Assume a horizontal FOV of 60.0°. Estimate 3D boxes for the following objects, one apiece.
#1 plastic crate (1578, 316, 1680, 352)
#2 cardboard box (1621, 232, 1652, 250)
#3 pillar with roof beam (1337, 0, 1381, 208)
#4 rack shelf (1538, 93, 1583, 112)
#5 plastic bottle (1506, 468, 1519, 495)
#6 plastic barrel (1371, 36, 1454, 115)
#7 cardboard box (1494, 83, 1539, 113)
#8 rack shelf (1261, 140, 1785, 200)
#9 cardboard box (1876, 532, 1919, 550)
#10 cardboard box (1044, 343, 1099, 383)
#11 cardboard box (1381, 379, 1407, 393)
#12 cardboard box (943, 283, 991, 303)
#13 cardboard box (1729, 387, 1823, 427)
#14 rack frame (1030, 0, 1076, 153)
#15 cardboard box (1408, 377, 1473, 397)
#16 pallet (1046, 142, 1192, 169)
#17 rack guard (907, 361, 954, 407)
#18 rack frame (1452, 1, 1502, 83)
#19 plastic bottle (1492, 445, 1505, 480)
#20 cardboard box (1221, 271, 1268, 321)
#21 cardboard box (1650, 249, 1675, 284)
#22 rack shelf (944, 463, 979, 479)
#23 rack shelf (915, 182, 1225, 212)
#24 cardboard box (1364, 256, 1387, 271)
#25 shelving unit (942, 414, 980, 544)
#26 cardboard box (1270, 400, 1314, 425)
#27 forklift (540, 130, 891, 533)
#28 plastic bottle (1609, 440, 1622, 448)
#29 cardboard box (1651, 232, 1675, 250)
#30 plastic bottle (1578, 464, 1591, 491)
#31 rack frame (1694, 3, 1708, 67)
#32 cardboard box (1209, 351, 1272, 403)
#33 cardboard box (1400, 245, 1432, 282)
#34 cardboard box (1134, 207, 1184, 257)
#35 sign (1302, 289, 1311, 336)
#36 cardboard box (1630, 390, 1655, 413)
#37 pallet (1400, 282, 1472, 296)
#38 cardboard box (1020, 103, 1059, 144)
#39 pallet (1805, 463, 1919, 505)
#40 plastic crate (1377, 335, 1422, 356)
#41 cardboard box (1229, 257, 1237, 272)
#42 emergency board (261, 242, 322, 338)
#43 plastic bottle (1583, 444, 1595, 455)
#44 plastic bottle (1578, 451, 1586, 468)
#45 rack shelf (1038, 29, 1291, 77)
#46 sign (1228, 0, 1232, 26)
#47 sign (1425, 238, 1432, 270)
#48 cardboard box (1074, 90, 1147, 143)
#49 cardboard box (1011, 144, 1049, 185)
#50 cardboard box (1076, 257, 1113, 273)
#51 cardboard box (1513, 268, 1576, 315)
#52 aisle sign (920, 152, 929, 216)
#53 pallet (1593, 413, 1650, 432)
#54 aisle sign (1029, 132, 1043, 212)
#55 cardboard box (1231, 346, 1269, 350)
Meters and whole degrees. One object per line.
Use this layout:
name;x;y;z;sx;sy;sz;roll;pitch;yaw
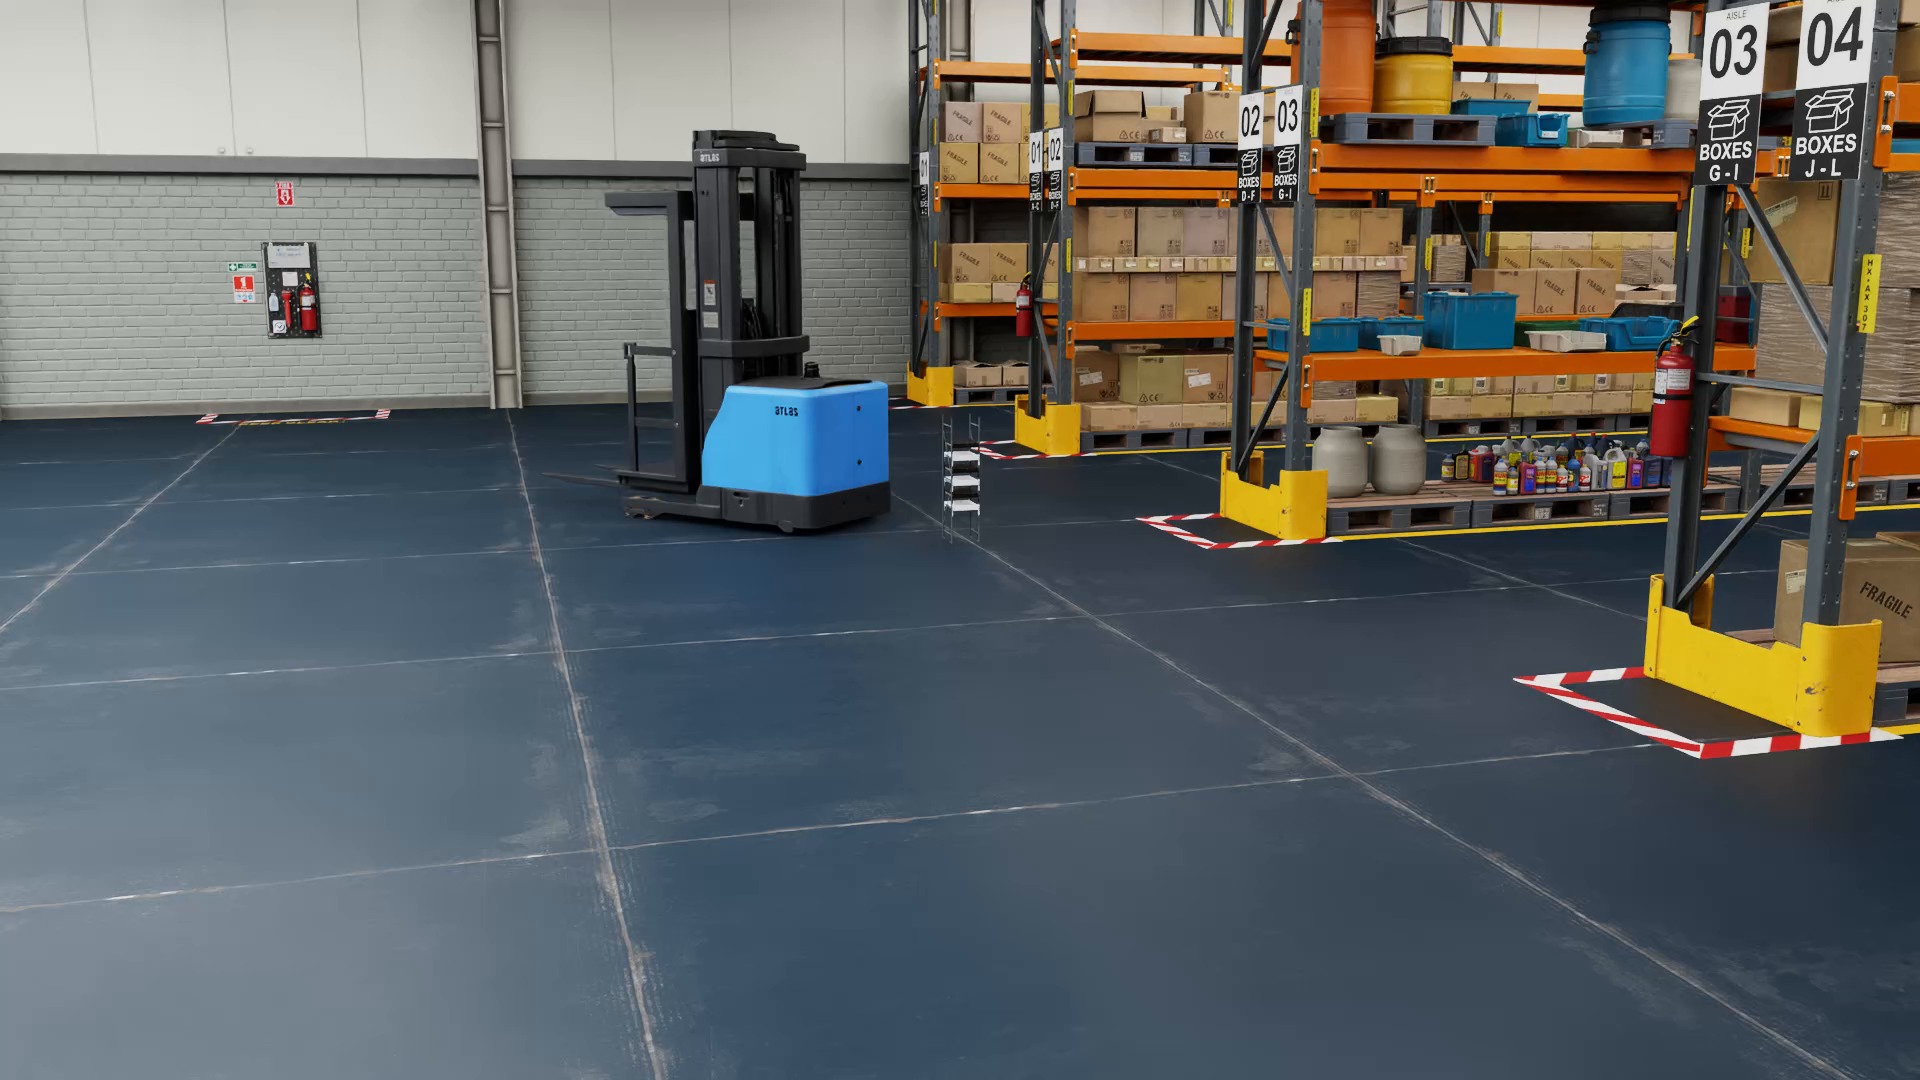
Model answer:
plastic crate;5.154;-1.596;12.844;0.616;0.251;0.499;-3;11;-16
cardboard box;9.692;-4.356;24.198;0.500;0.250;0.500;-3;11;-15
pillar with roof beam;6.925;-5.984;19.697;0.400;9.000;9.100;-3;11;-16
rack shelf;9.132;-6.199;23.954;4.000;0.370;1.077;-3;11;-16
plastic bottle;4.227;-0.453;12.738;0.097;0.201;0.097;0;10;0
plastic barrel;3.359;-3.424;12.398;0.600;0.588;0.600;0;10;0
cardboard box;5.903;-4.668;18.016;0.500;0.500;0.500;-2;11;-10
rack shelf;4.220;-2.793;12.635;4.000;0.370;1.077;-3;11;-16
cardboard box;4.853;0.249;8.155;0.500;0.500;0.500;0;10;-1
cardboard box;1.486;-2.356;22.249;0.500;0.500;0.700;-4;11;-20
cardboard box;5.068;-1.834;18.612;0.500;0.311;0.500;-3;11;-16
cardboard box;0.088;-3.198;21.493;0.500;0.250;0.500;-3;11;-18
cardboard box;3.900;-0.636;7.911;0.250;0.149;0.380;-3;11;-16
rack frame;0.919;-5.382;16.427;0.127;3.000;1.000;-3;11;-16
cardboard box;5.226;-1.742;18.108;0.500;0.311;0.500;-3;11;-16
pallet;1.605;-3.895;16.876;1.213;0.211;1.003;-3;11;-16
rack guard;-0.396;-2.067;21.894;0.348;0.500;1.175;-3;11;-16
rack frame;7.212;-6.648;23.302;0.127;3.000;1.000;-3;11;-16
plastic bottle;4.324;-0.631;13.499;0.135;0.276;0.152;-3;11;-18
cardboard box;2.856;-2.581;17.505;0.500;0.500;0.700;-3;11;-14
cardboard box;10.193;-4.010;24.393;0.500;0.500;0.500;-3;11;-15
rack shelf;0.008;-0.499;11.957;0.200;0.077;0.258;-3;11;-16
rack shelf;1.451;-4.515;21.990;4.000;0.370;1.077;-3;11;-16
cardboard box;4.320;-2.939;17.659;0.250;0.149;0.380;-3;11;-17
shelving unit;0.008;-0.443;11.967;0.210;0.900;0.258;-3;11;-16
cardboard box;3.417;-1.375;17.667;0.500;0.250;0.500;-3;11;-16
forklift;-2.046;-1.673;13.041;3.031;2.935;1.130;7;12;33
plastic bottle;5.409;-0.689;13.809;0.135;0.276;0.152;-3;11;-14
cardboard box;10.182;-4.382;24.338;0.500;0.250;0.500;-3;11;-15
plastic bottle;4.845;-0.486;12.915;0.097;0.201;0.097;0;10;0
rack frame;6.141;-4.723;12.848;0.127;3.000;1.000;-3;11;-16
cardboard box;2.937;-1.719;17.460;0.500;0.500;0.500;-3;11;-16
cardboard box;6.235;-3.904;23.479;0.500;0.500;0.700;-4;11;-21
cardboard box;1.925;-3.170;17.124;0.500;0.500;0.700;-3;11;-17
sign;2.450;-1.611;11.746;0.005;0.325;0.100;-3;11;-16
cardboard box;7.669;-1.595;18.860;0.500;0.250;0.500;-3;11;-17
pallet;6.558;-3.548;23.567;1.003;0.211;1.213;-3;11;-16
cardboard box;0.953;-5.340;21.392;0.500;0.500;0.500;-3;11;-14
pallet;8.057;-0.510;14.235;1.213;0.211;1.003;-3;11;-16
plastic crate;3.249;-1.430;12.258;0.250;0.136;0.298;-3;11;-16
cardboard box;2.832;-2.860;17.228;0.250;0.149;0.380;-3;11;-15
emergency board;-8.183;-3.056;20.363;0.643;1.169;0.194;-3;11;-16
plastic bottle;5.144;-0.650;13.614;0.097;0.271;0.097;0;10;0
plastic bottle;4.921;-0.555;13.066;0.133;0.283;0.061;-3;11;-16
rack shelf;2.839;-4.933;17.078;4.000;0.370;1.077;-3;11;-16
sign;3.505;-6.848;21.594;0.005;0.325;0.100;-3;11;-16
sign;4.916;-3.002;17.460;0.005;0.325;0.100;-3;11;-16
cardboard box;1.472;-4.261;16.792;0.637;0.503;0.797;-2;11;-12
cardboard box;0.945;-4.848;21.480;0.500;0.500;0.500;-2;11;-13
cardboard box;1.356;-2.782;16.807;0.250;0.149;0.380;-3;11;-16
cardboard box;6.488;-2.771;18.539;0.500;0.500;0.500;-3;11;-16
aisle sign;-0.454;-4.515;21.108;0.004;0.787;0.394;-3;11;-16
pallet;7.799;-1.430;19.232;1.213;0.211;1.003;-3;11;-16
aisle sign;0.774;-3.758;16.994;0.004;0.787;0.394;-3;11;-16
cardboard box;3.267;-1.837;18.106;0.500;0.500;0.500;-3;11;-16
